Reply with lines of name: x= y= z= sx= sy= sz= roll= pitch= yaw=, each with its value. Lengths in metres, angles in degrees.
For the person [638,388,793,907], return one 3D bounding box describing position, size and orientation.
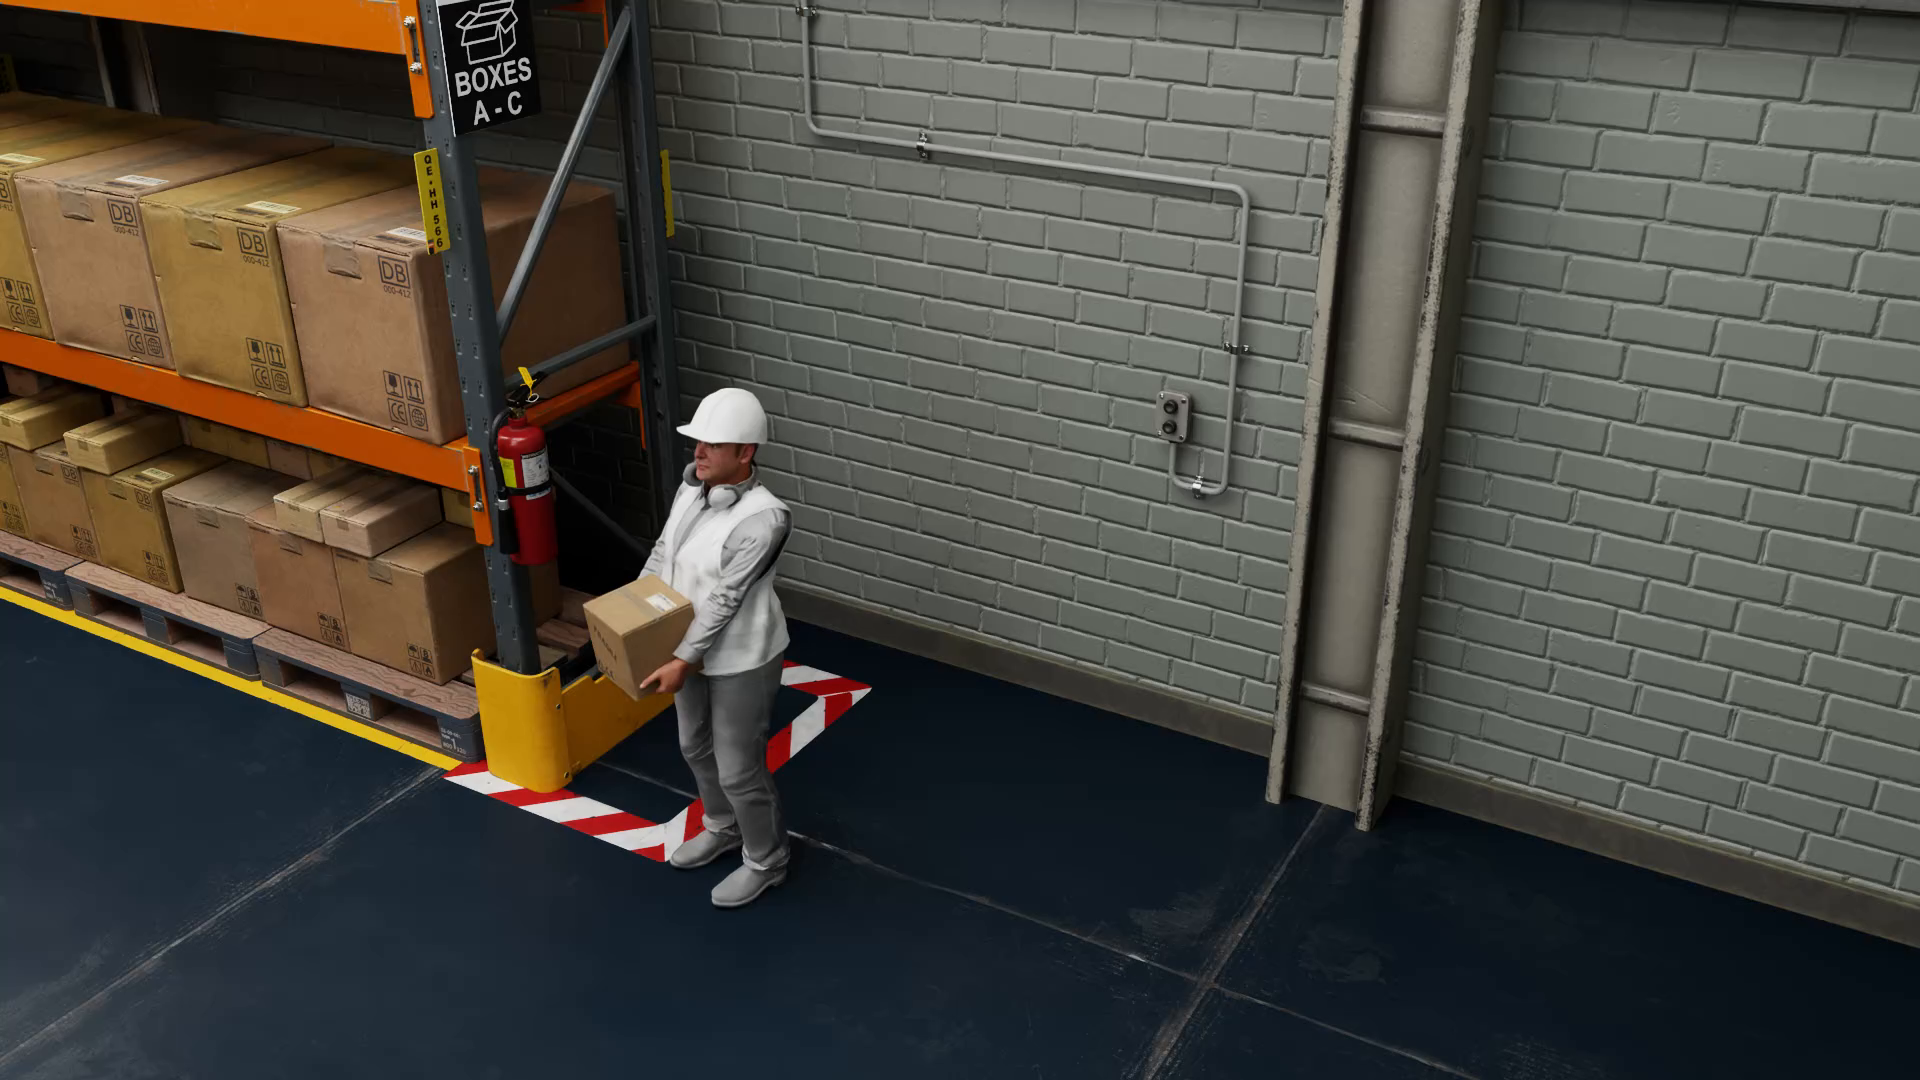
person: x=-0.828 y=0.380 z=5.328 sx=0.557 sy=1.763 sz=0.494 roll=-19 pitch=32 yaw=-34
